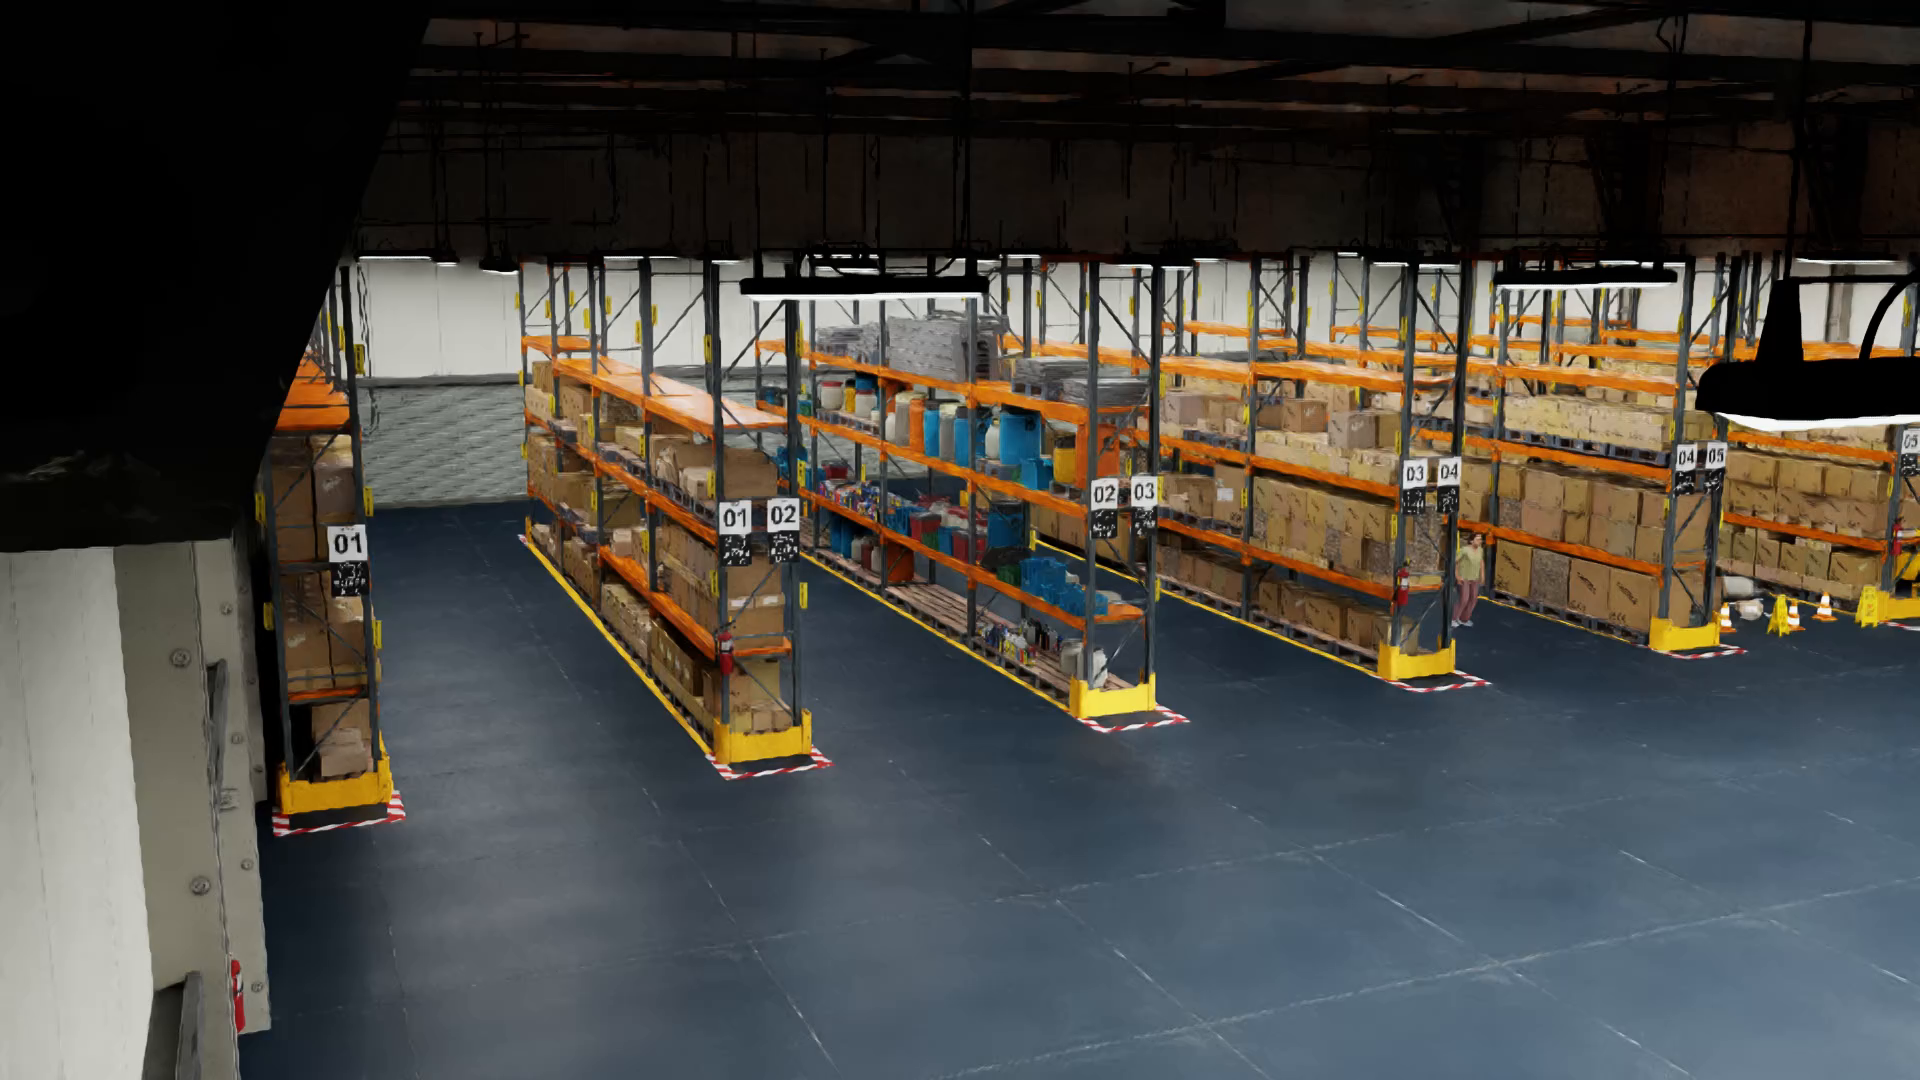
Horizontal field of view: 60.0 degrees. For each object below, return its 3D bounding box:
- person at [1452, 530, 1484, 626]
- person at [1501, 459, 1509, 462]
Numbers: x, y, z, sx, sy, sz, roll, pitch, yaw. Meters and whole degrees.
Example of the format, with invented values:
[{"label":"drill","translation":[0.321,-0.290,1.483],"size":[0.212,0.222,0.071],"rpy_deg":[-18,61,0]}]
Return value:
[{"label":"person","translation":[8.291,0.626,27.164],"size":[0.598,1.619,0.507],"rpy_deg":[-5,11,-24]},{"label":"person","translation":[11.297,-0.842,34.780],"size":[0.499,1.724,0.578],"rpy_deg":[1,10,8]}]
